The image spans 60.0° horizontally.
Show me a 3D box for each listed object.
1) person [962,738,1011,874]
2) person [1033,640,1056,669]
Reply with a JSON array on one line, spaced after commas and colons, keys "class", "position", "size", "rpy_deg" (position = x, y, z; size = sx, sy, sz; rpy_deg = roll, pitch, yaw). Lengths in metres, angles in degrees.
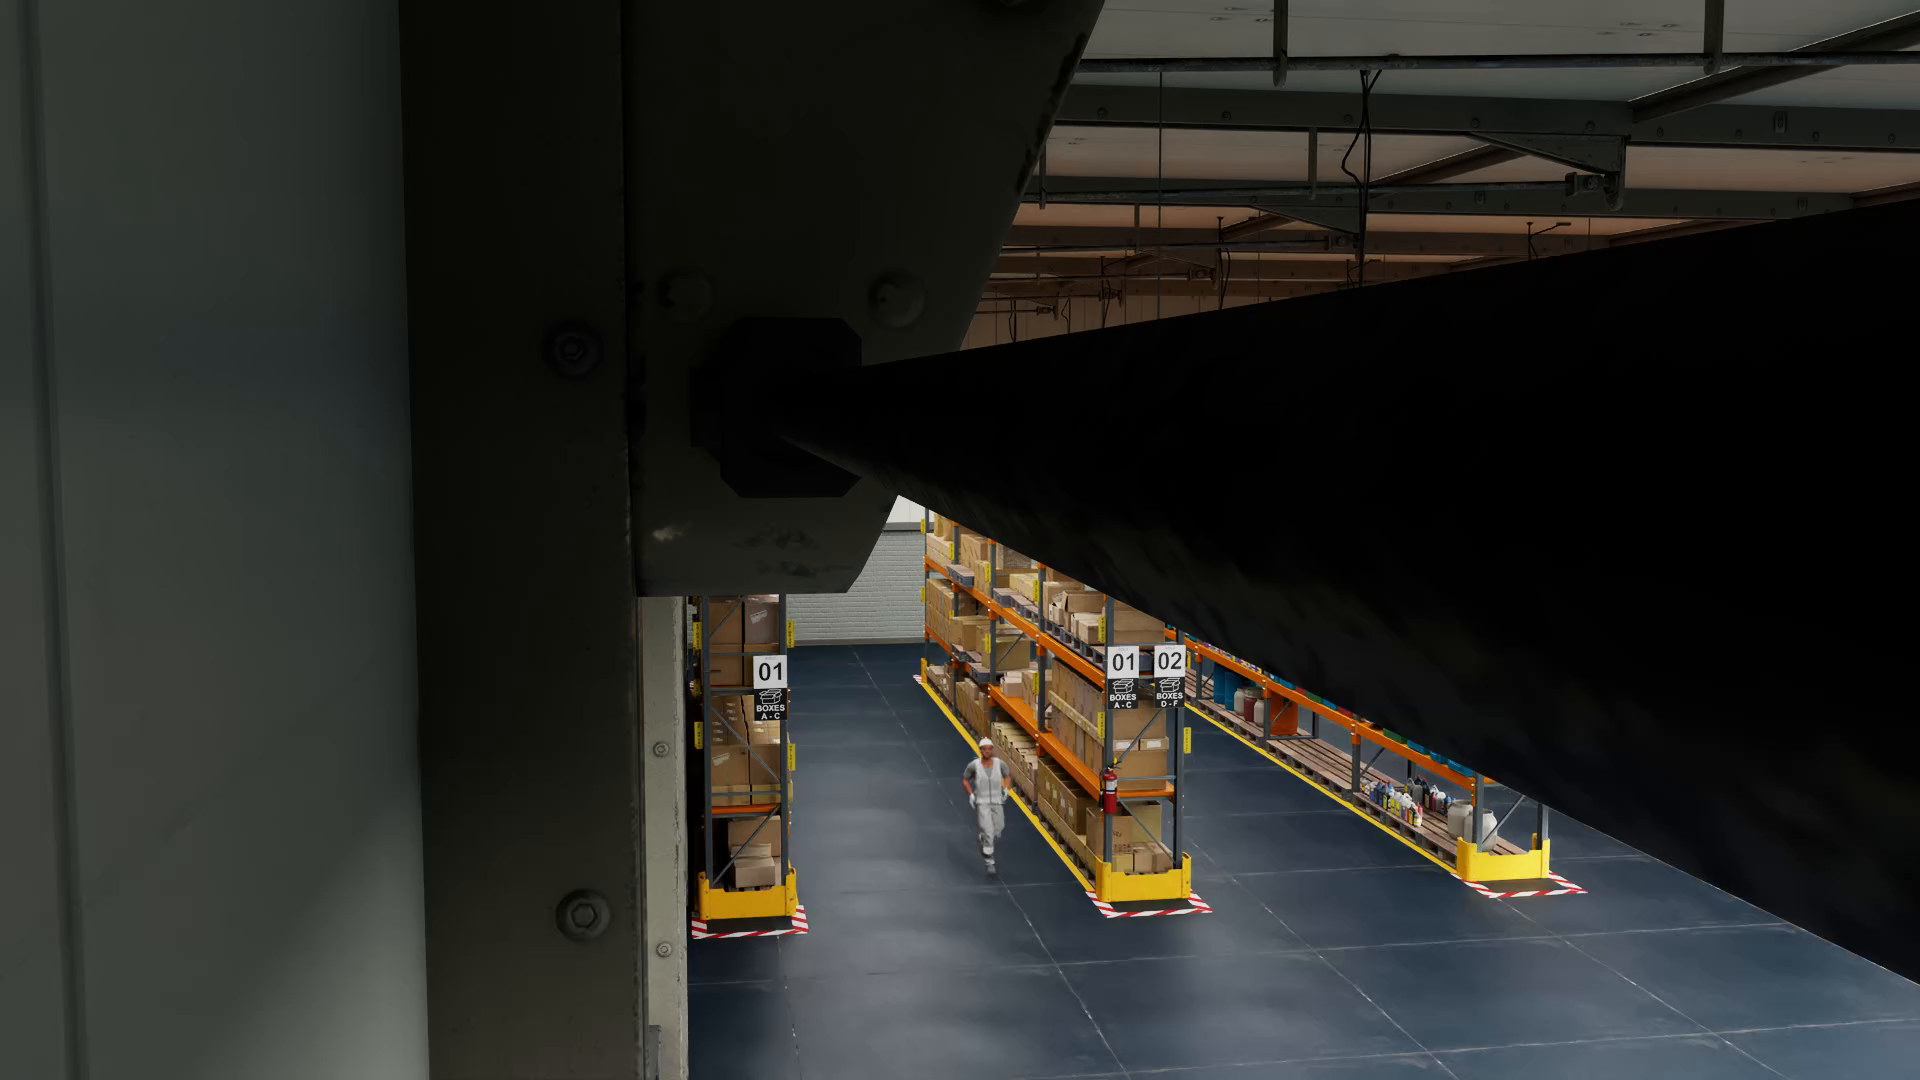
[{"class": "person", "position": [0.370, 3.511, 22.174], "size": [0.650, 1.768, 0.713], "rpy_deg": [-1, 5, -12]}, {"class": "person", "position": [1.786, 2.118, 35.221], "size": [0.670, 1.682, 0.626], "rpy_deg": [-2, 5, -24]}]
